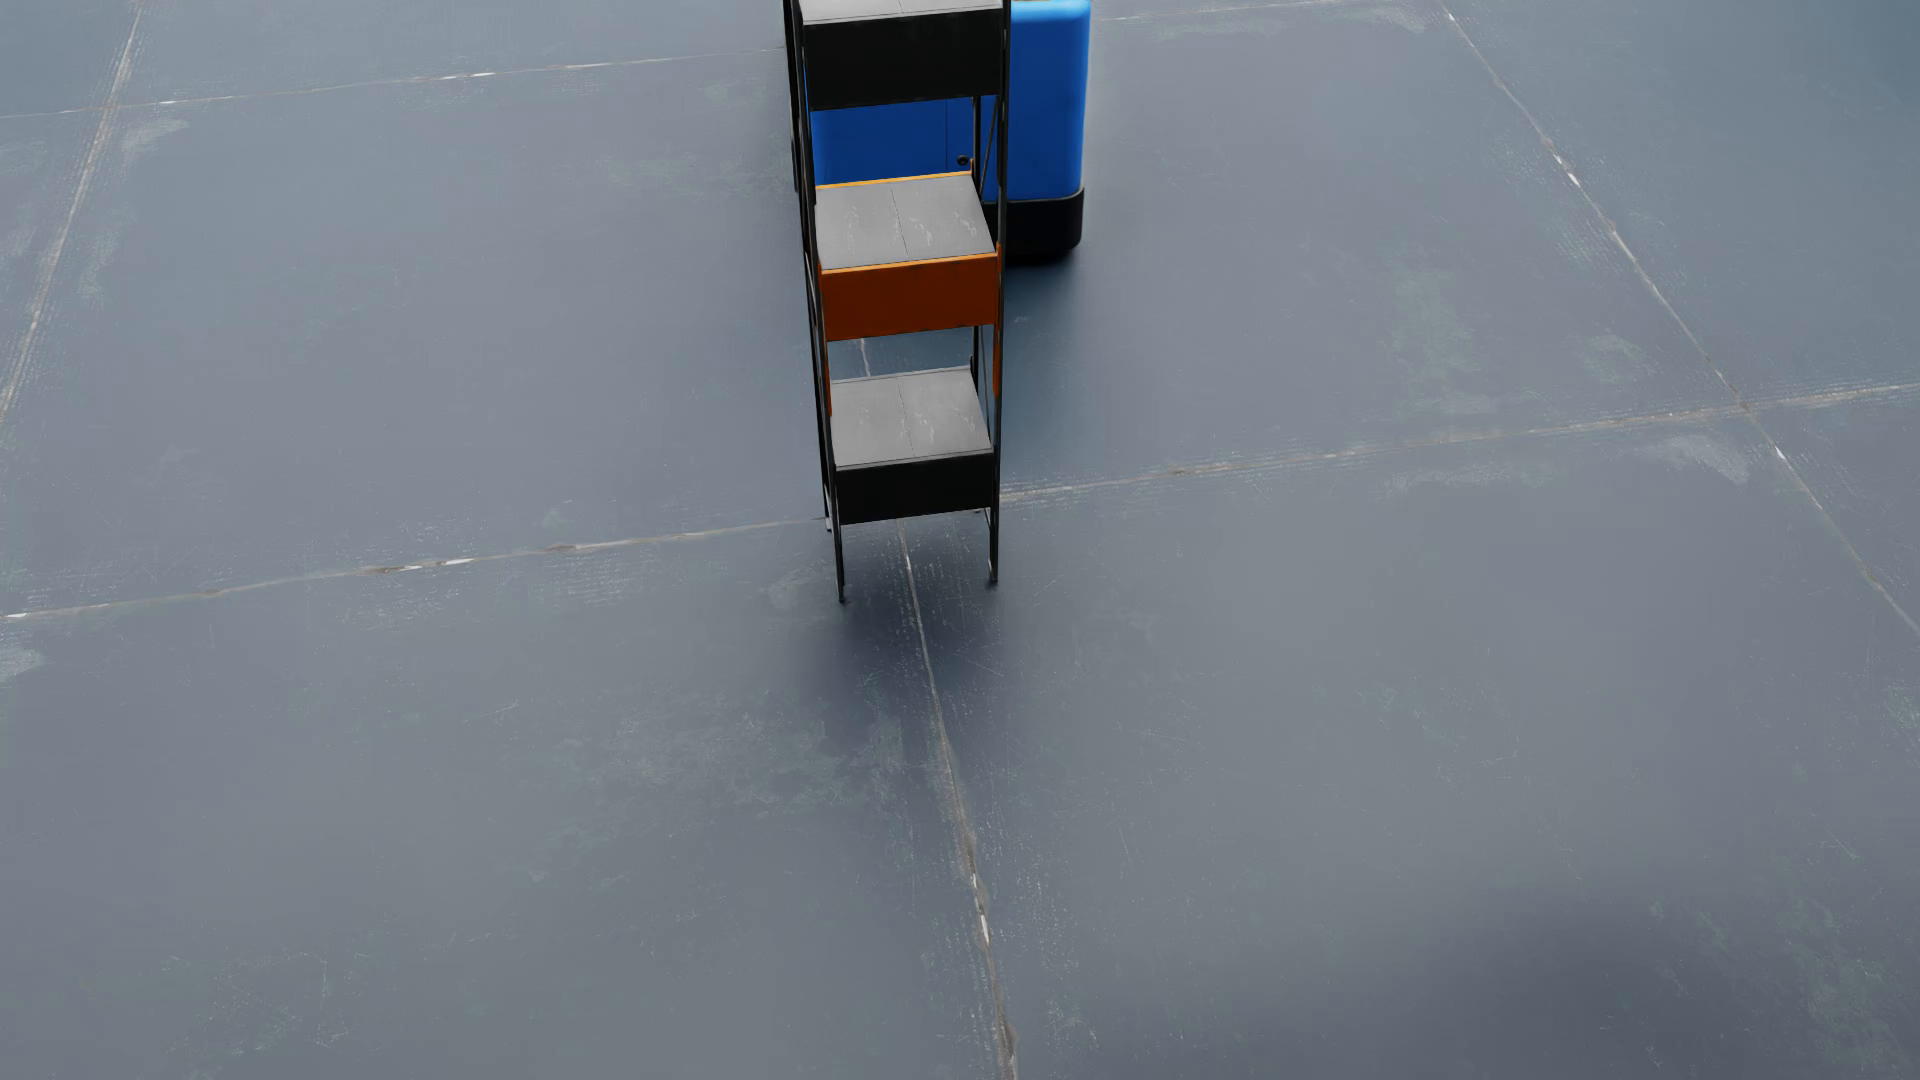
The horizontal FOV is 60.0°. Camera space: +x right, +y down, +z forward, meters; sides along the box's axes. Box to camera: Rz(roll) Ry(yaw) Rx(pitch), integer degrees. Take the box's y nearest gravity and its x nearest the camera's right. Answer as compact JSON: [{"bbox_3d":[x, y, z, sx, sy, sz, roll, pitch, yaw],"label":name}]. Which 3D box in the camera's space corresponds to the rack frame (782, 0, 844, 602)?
[{"bbox_3d":[-0.404,-0.678,4.569,0.015,2.100,0.400,-7,46,-7],"label":"rack frame"}]

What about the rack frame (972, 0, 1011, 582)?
[{"bbox_3d":[0.077,-0.738,4.627,0.015,2.100,0.400,-7,46,-7],"label":"rack frame"}]

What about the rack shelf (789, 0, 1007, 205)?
[{"bbox_3d":[-0.163,-1.184,4.104,0.480,0.518,0.431,-7,46,-7],"label":"rack shelf"}]

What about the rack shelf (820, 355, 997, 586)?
[{"bbox_3d":[-0.163,-0.213,5.112,0.480,0.518,0.431,-7,46,-7],"label":"rack shelf"}]

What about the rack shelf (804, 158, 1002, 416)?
[{"bbox_3d":[-0.163,-0.699,4.608,0.480,0.518,0.431,-7,46,-7],"label":"rack shelf"}]

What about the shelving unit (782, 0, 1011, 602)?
[{"bbox_3d":[-0.163,-0.708,4.598,0.503,2.100,0.431,-7,46,-7],"label":"shelving unit"}]

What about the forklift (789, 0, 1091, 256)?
[{"bbox_3d":[-0.191,-3.117,6.341,1.130,2.935,3.031,-4,46,-4],"label":"forklift"}]
